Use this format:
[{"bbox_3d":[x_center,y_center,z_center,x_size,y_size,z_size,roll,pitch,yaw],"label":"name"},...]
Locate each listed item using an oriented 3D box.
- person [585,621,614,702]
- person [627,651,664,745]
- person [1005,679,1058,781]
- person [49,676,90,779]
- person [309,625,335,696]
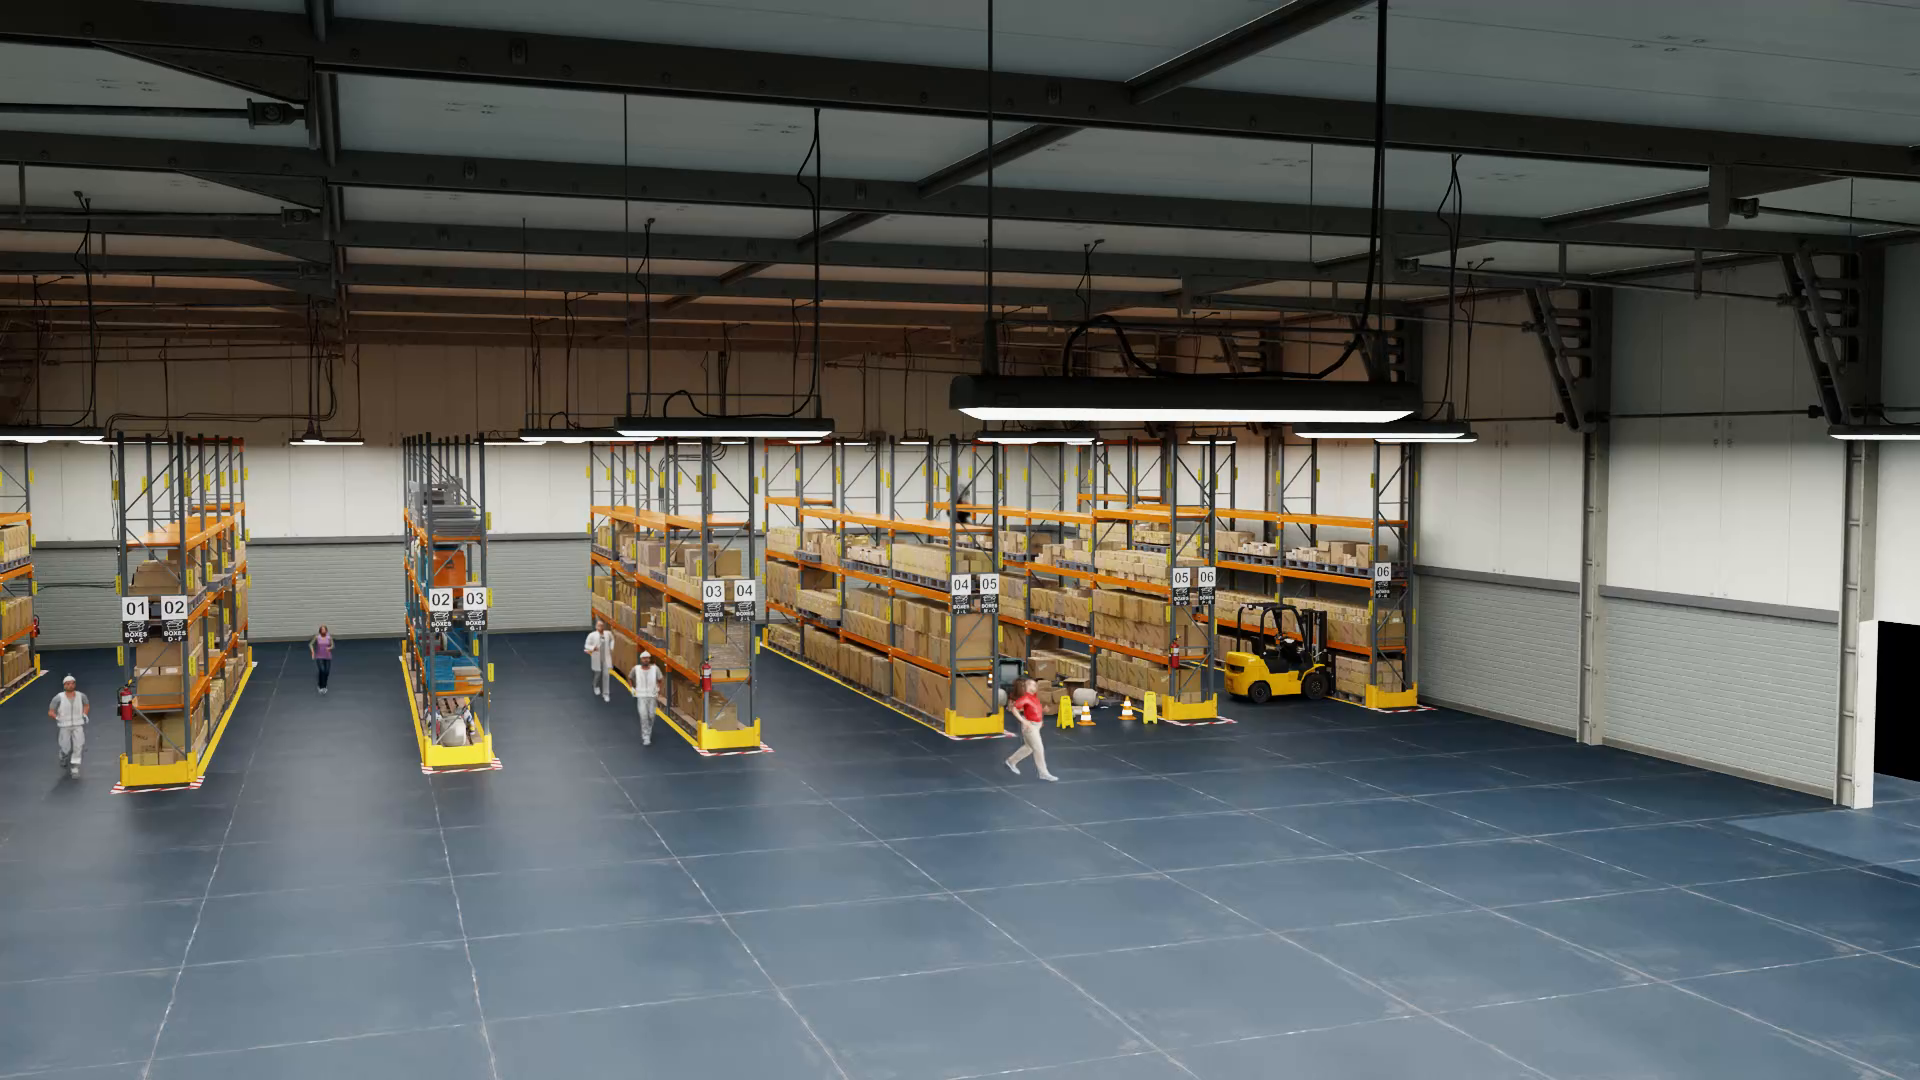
[{"bbox_3d":[-8.166,2.729,37.794,0.707,1.796,1.049,-1,3,-23],"label":"person"},{"bbox_3d":[-6.105,3.045,32.326,0.688,1.779,0.871,-1,3,-17],"label":"person"},{"bbox_3d":[1.221,3.251,28.631,0.991,1.711,0.664,1,3,18],"label":"person"},{"bbox_3d":[-15.413,3.239,28.838,0.658,1.751,0.871,-2,4,-37],"label":"person"},{"bbox_3d":[-14.792,2.793,38.585,0.472,1.611,0.691,-2,4,-34],"label":"person"}]
